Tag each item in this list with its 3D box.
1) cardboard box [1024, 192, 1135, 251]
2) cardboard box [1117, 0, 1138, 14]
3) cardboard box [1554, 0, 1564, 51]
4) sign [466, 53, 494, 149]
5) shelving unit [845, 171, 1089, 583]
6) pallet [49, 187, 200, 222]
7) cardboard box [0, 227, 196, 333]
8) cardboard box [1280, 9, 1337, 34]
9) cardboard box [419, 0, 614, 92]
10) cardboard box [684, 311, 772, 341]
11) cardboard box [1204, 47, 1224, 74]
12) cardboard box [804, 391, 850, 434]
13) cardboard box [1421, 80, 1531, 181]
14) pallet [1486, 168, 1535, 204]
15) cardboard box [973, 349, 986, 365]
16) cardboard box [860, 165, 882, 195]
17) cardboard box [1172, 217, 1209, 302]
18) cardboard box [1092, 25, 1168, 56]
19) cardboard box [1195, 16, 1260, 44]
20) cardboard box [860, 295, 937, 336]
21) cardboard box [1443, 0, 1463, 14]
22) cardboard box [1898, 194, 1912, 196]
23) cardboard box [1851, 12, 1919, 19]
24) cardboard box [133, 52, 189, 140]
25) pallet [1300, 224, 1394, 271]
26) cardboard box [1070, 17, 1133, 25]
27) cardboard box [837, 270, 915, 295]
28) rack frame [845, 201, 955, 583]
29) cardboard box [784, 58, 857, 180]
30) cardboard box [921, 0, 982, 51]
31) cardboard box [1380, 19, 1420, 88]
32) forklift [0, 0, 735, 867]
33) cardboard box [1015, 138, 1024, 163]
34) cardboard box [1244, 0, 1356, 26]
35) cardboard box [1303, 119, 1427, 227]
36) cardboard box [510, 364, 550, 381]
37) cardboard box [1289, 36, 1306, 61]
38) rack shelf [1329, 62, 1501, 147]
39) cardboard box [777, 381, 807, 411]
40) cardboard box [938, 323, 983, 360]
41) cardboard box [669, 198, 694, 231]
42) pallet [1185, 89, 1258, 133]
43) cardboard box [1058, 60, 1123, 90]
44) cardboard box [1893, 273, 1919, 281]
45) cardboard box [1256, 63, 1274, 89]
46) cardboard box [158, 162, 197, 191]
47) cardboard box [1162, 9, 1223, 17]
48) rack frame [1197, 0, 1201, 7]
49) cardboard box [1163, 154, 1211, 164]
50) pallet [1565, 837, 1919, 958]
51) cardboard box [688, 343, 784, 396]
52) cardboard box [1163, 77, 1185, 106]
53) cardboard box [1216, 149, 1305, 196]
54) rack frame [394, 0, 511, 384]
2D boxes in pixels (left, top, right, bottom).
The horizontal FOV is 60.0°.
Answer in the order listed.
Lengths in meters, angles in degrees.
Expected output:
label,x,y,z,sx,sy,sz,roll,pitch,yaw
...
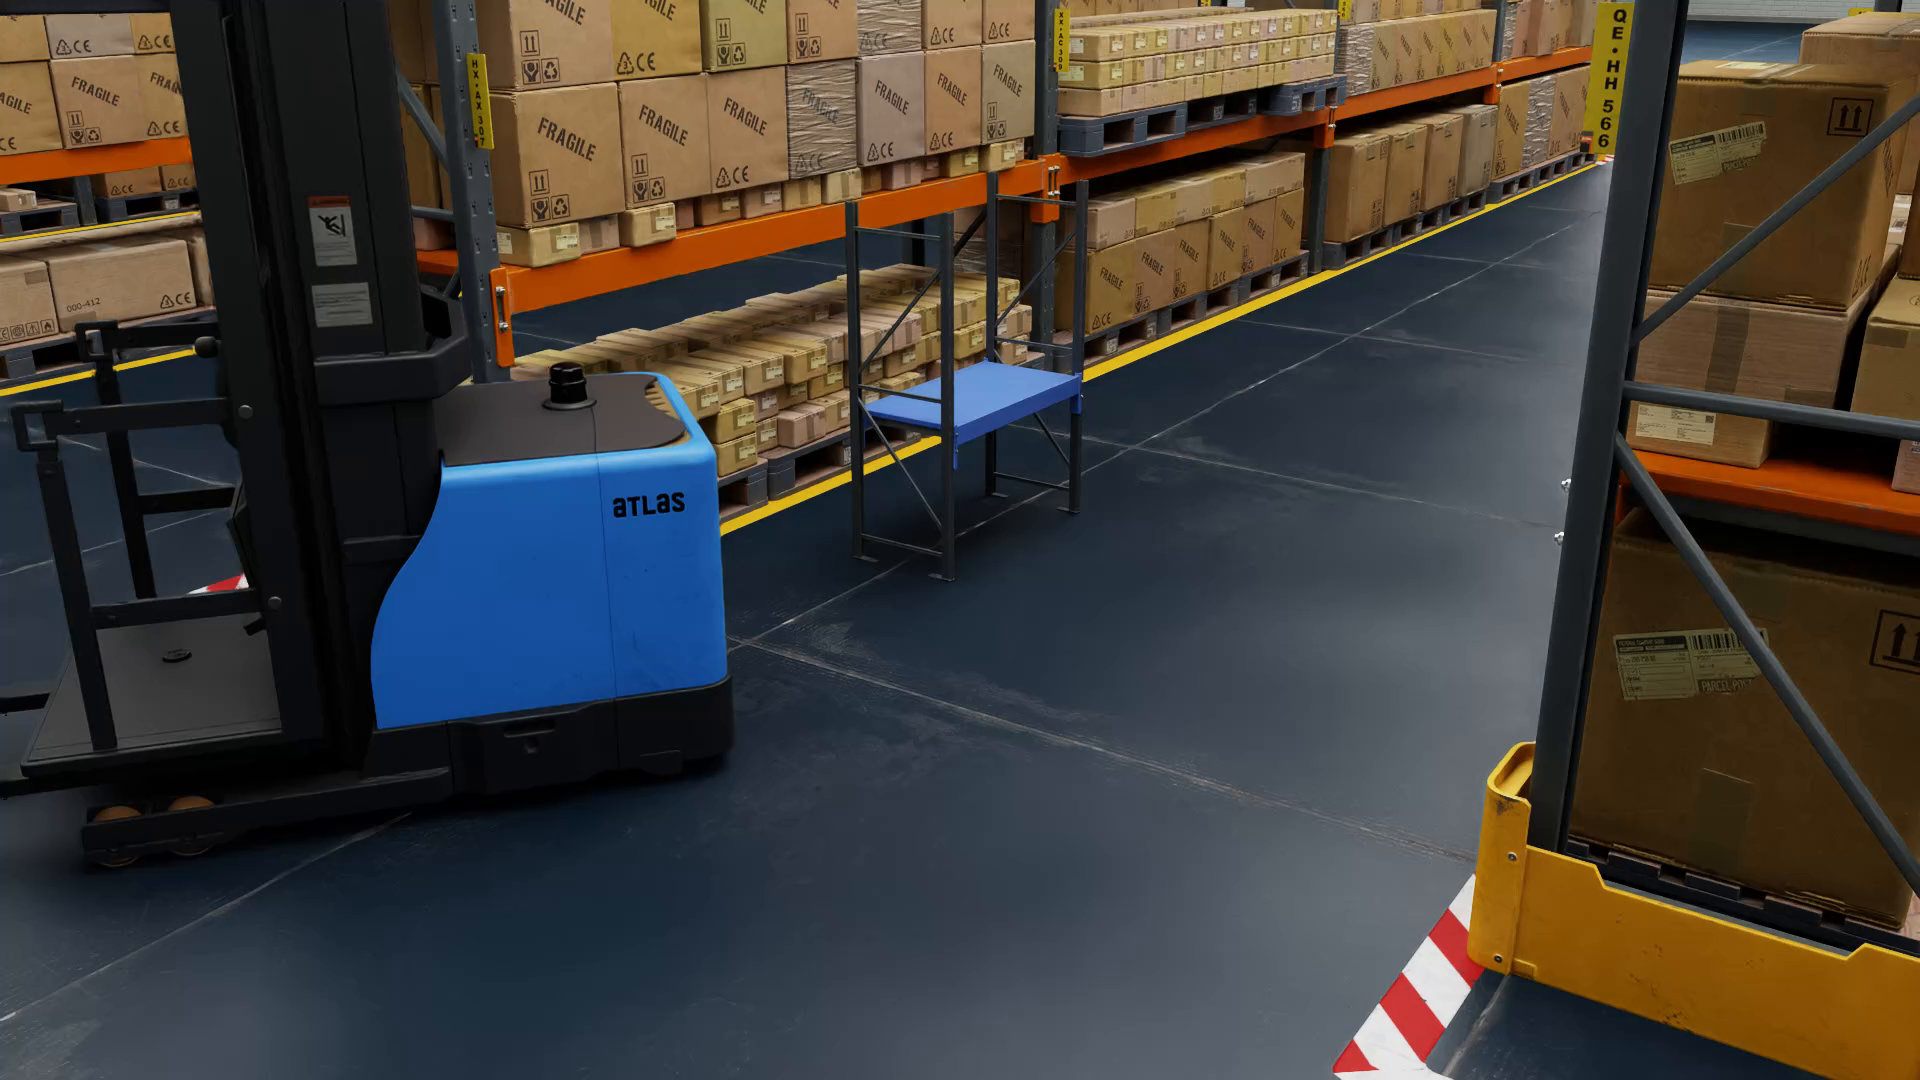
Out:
label,x,y,z,sx,sy,sz,roll,pitch,yaw
cardboard box,0.728,-1.940,10.104,0.500,0.250,0.500,12,23,29
cardboard box,1.742,-6.333,19.488,0.500,0.500,0.500,14,24,32
cardboard box,5.696,-5.343,17.170,0.875,0.550,0.500,13,24,32
sign,-1.705,-1.556,5.900,0.100,0.325,0.005,13,24,32
shelving unit,0.048,-0.728,7.071,0.538,1.500,1.048,13,24,32
pallet,-7.737,-3.240,15.719,1.003,0.211,1.213,13,24,32
cardboard box,-5.509,-1.661,10.518,0.875,0.438,0.875,14,25,33
cardboard box,2.447,-3.679,11.787,0.380,0.149,0.250,12,24,30
cardboard box,-1.682,-1.988,6.302,0.500,0.500,0.500,13,24,31
cardboard box,-1.170,-1.041,8.401,0.380,0.149,0.250,13,24,32
cardboard box,1.430,-3.023,10.442,0.380,0.149,0.250,13,24,31
cardboard box,-0.736,-0.650,8.203,0.380,0.149,0.250,13,24,32
cardboard box,5.003,-4.066,16.391,0.875,0.875,0.875,14,24,33
pallet,5.084,-3.594,16.677,1.003,0.211,1.213,13,24,32
cardboard box,-0.059,-1.026,9.220,0.380,0.149,0.250,14,25,33
cardboard box,-0.607,-1.782,8.122,0.380,0.149,0.250,13,24,31
cardboard box,1.309,-1.893,11.058,0.500,0.500,0.500,14,24,33
cardboard box,0.994,-2.939,9.787,0.380,0.149,0.250,14,24,32
cardboard box,1.718,-3.309,10.786,0.380,0.149,0.250,15,25,34
cardboard box,-0.345,-1.176,8.768,0.380,0.149,0.250,14,25,34
cardboard box,4.030,-4.923,14.665,0.700,0.500,0.500,13,24,31
cardboard box,3.089,-1.101,5.706,0.500,0.250,0.500,14,24,33
cardboard box,3.659,-1.741,6.353,0.500,0.500,0.500,13,24,32
cardboard box,-4.967,-2.761,10.261,0.500,0.500,0.500,14,25,34
pallet,2.849,-2.455,13.597,1.003,0.211,1.213,13,24,32
cardboard box,0.892,-3.289,10.731,0.380,0.149,0.250,12,23,29
cardboard box,-0.474,-1.417,9.417,0.380,0.149,0.250,15,25,34
rack frame,-0.238,-0.582,6.677,0.500,1.500,0.032,13,24,32
cardboard box,-0.826,-1.961,7.671,0.500,0.500,0.500,13,24,30
cardboard box,-0.232,-2.722,8.286,0.500,0.500,0.500,12,24,30
cardboard box,3.386,-3.965,13.517,0.500,0.500,0.500,13,24,32
forklift,-2.293,-0.648,4.792,3.031,2.935,1.130,-6,21,-17
cardboard box,0.128,-2.158,9.138,0.380,0.149,0.250,13,24,31
cardboard box,2.604,-4.194,12.694,0.700,0.500,0.500,13,24,32
cardboard box,3.249,-3.102,13.964,1.050,0.750,0.750,14,24,33
cardboard box,-1.877,-0.657,7.364,0.380,0.149,0.250,14,24,33
cardboard box,2.148,-3.386,11.424,0.380,0.149,0.250,14,24,33
rack shelf,3.467,-3.788,14.218,1.077,0.370,4.000,13,24,32
cardboard box,-0.959,-0.744,8.027,0.380,0.149,0.250,15,25,35
cardboard box,-0.098,-1.090,8.964,0.380,0.149,0.250,12,24,30
cardboard box,-1.364,-1.416,7.132,0.380,0.149,0.250,15,25,34
pallet,1.264,-2.885,11.018,1.003,0.211,1.213,13,24,32
cardboard box,0.696,-2.646,9.421,0.380,0.149,0.250,14,24,33
cardboard box,2.671,-0.564,4.254,0.500,0.250,0.500,13,24,31
cardboard box,1.868,-3.106,11.095,0.380,0.149,0.250,12,23,29
cardboard box,-7.414,-3.581,15.620,0.500,0.500,0.500,13,24,31
cardboard box,1.633,-3.667,11.755,0.380,0.149,0.250,13,24,32
rack frame,2.690,-6.783,21.279,1.000,3.000,0.127,13,24,32
cardboard box,1.470,-2.631,11.972,0.500,0.250,0.500,13,24,31
pallet,2.276,0.804,4.788,1.003,0.211,1.213,13,24,32
cardboard box,-1.041,-0.794,7.734,0.380,0.149,0.250,14,25,34
cardboard box,1.133,-2.729,10.077,0.380,0.149,0.250,14,24,32
cardboard box,2.175,-2.680,12.104,0.500,0.250,0.500,13,24,31
rack frame,-2.154,-1.256,6.336,1.000,3.000,0.127,13,24,32
